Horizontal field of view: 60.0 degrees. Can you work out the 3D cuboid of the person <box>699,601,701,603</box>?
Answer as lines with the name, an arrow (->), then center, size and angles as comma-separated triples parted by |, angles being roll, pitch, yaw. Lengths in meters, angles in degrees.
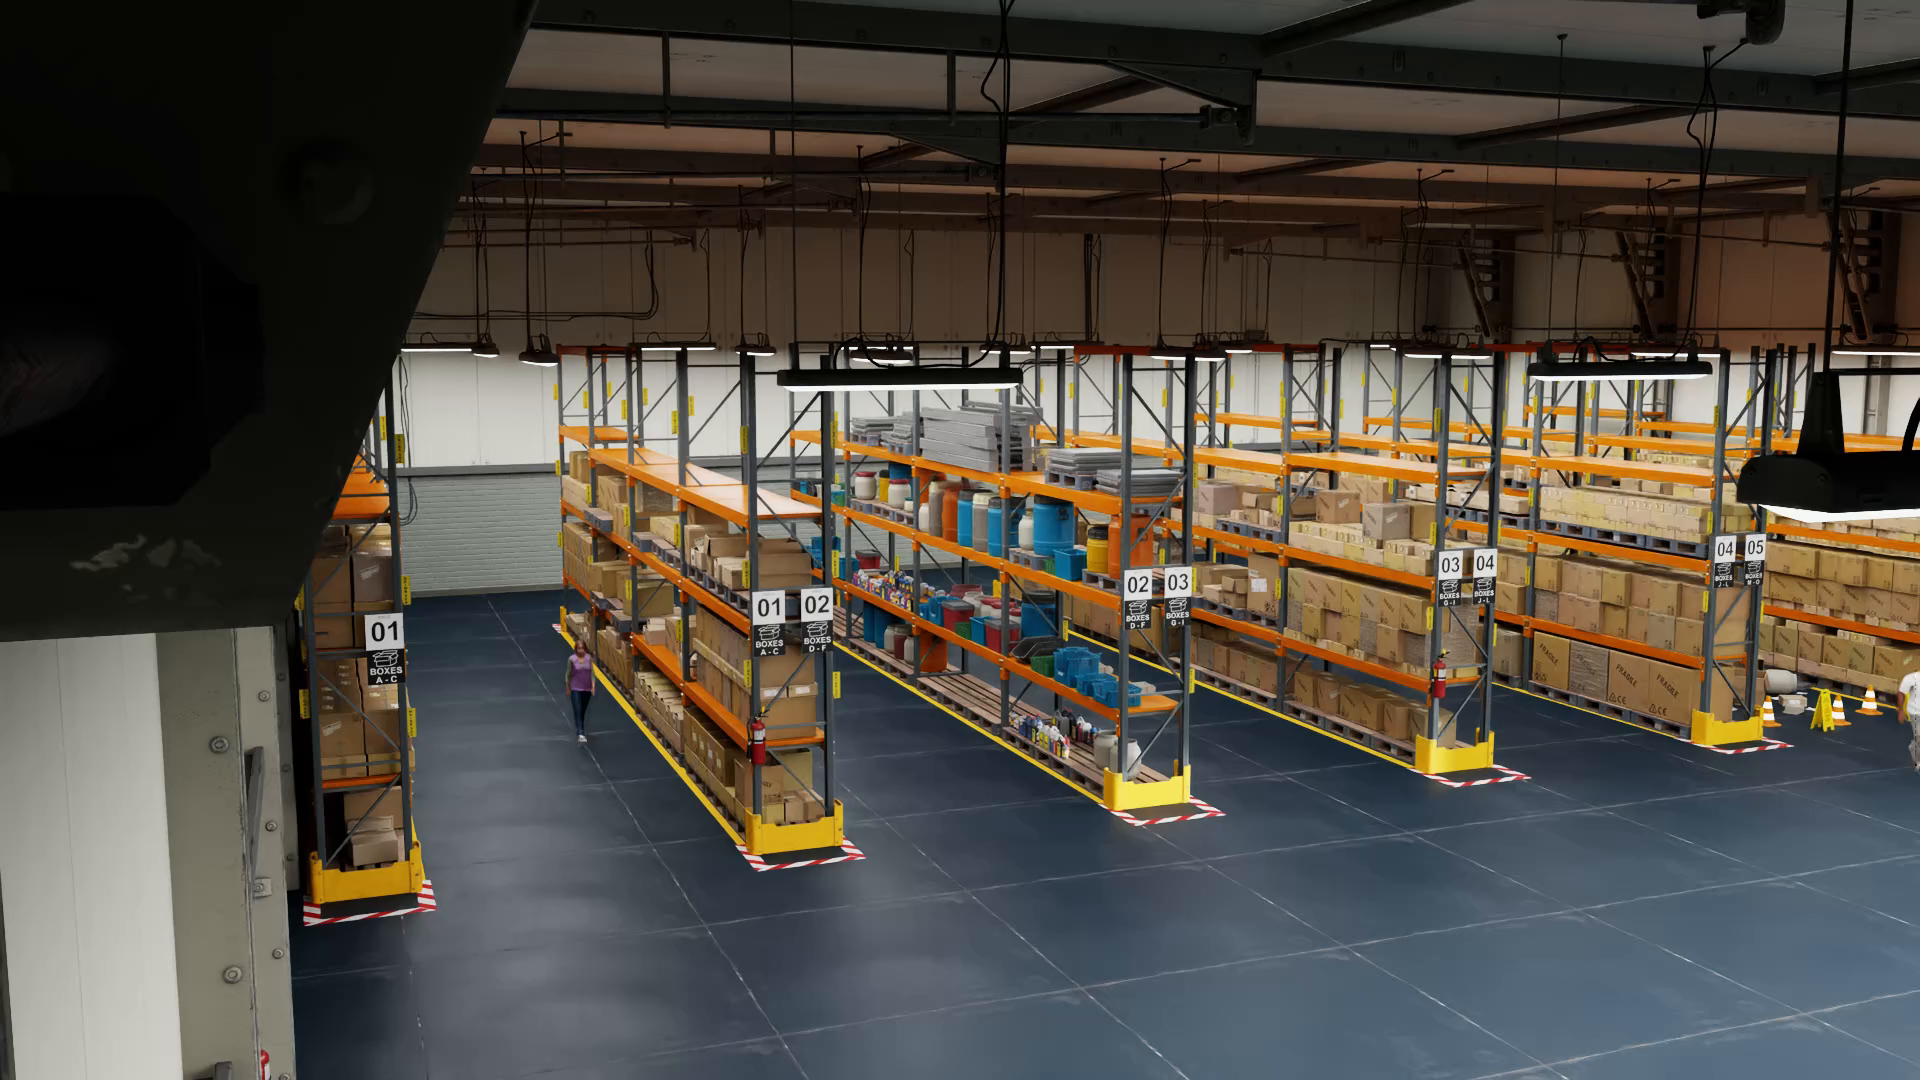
person -> -4.662, 1.538, 31.285 | 0.509, 1.624, 1.033 | -3, 8, -24

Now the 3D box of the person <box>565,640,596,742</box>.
person -> -5.804, 2.321, 25.555 | 0.434, 1.512, 0.967 | -5, 9, -34

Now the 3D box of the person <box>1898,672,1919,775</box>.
person -> 13.720, 2.465, 23.760 | 0.630, 1.732, 0.717 | 0, 7, 3
